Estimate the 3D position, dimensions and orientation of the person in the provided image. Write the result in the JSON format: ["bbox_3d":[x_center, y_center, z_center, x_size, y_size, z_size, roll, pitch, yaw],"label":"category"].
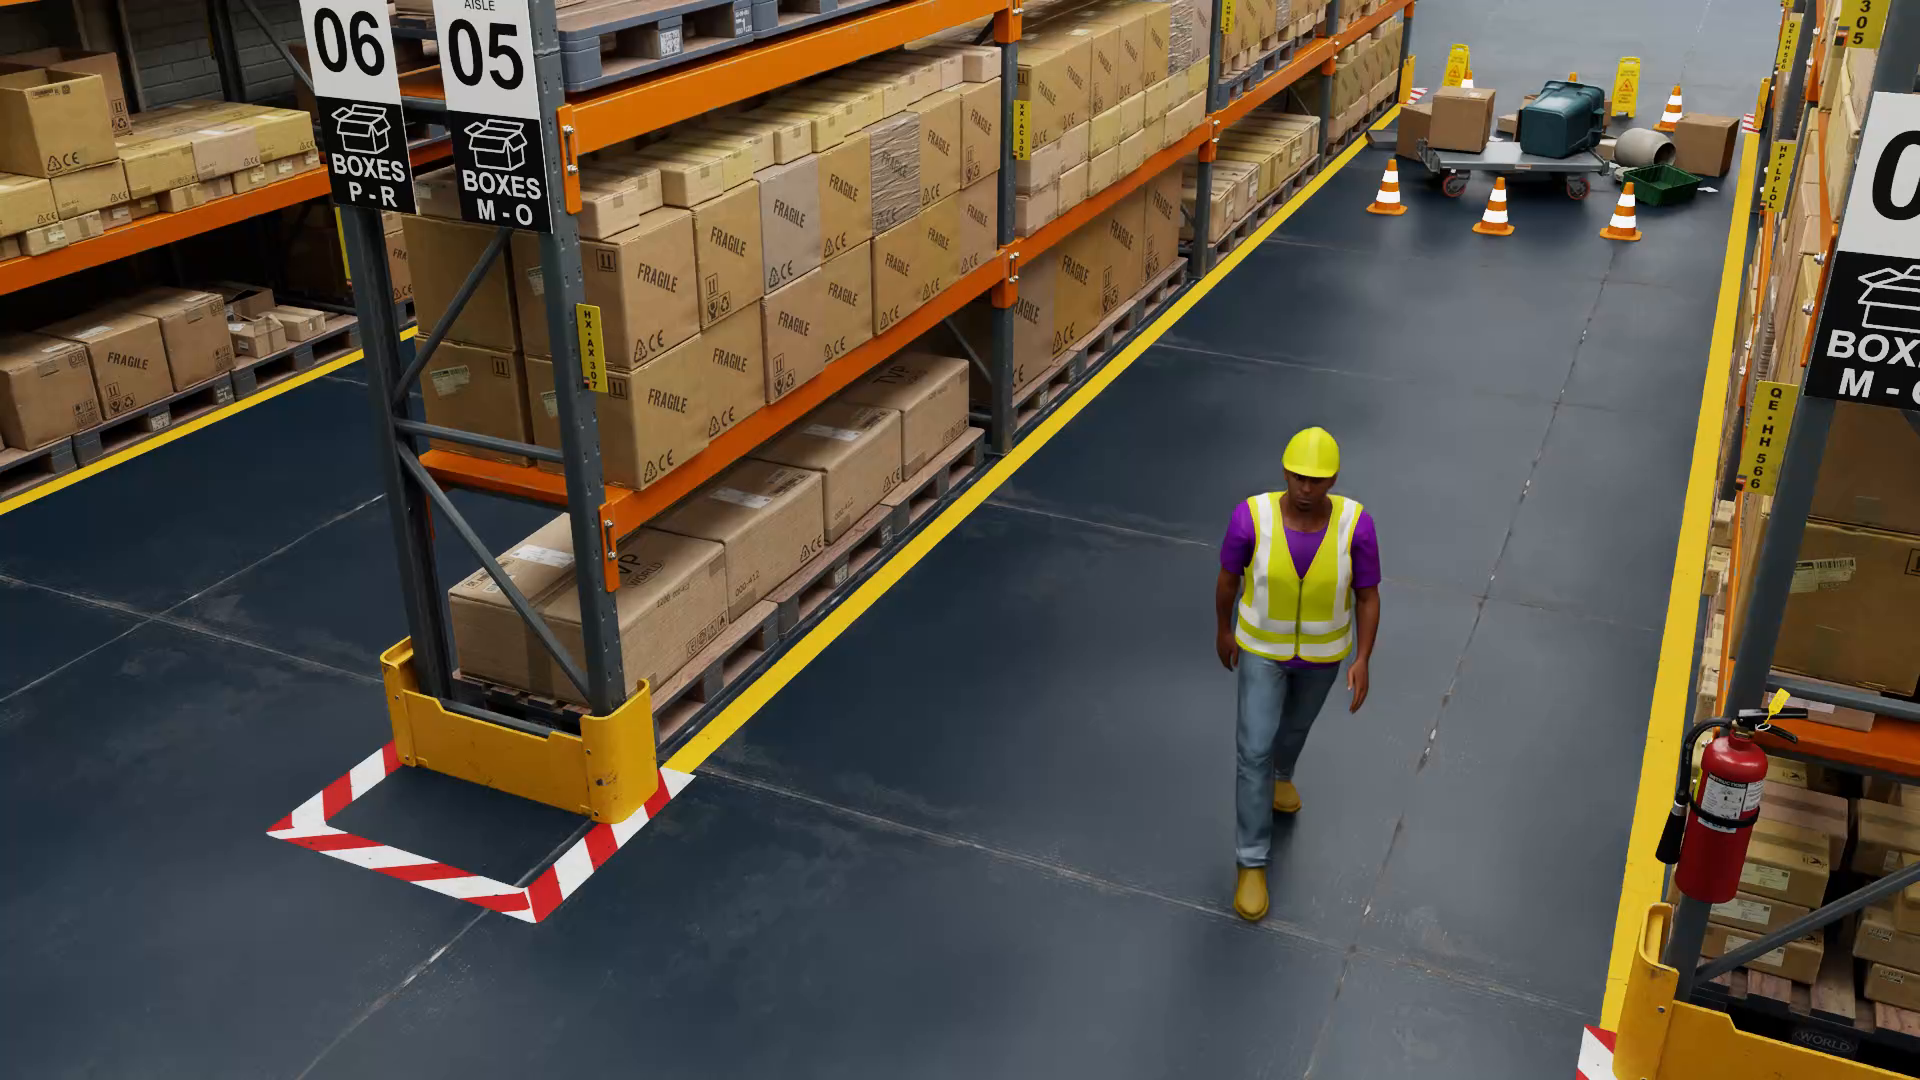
[{"bbox_3d":[1.245,0.429,6.165,0.583,1.722,0.980,2,26,4],"label":"person"}]
